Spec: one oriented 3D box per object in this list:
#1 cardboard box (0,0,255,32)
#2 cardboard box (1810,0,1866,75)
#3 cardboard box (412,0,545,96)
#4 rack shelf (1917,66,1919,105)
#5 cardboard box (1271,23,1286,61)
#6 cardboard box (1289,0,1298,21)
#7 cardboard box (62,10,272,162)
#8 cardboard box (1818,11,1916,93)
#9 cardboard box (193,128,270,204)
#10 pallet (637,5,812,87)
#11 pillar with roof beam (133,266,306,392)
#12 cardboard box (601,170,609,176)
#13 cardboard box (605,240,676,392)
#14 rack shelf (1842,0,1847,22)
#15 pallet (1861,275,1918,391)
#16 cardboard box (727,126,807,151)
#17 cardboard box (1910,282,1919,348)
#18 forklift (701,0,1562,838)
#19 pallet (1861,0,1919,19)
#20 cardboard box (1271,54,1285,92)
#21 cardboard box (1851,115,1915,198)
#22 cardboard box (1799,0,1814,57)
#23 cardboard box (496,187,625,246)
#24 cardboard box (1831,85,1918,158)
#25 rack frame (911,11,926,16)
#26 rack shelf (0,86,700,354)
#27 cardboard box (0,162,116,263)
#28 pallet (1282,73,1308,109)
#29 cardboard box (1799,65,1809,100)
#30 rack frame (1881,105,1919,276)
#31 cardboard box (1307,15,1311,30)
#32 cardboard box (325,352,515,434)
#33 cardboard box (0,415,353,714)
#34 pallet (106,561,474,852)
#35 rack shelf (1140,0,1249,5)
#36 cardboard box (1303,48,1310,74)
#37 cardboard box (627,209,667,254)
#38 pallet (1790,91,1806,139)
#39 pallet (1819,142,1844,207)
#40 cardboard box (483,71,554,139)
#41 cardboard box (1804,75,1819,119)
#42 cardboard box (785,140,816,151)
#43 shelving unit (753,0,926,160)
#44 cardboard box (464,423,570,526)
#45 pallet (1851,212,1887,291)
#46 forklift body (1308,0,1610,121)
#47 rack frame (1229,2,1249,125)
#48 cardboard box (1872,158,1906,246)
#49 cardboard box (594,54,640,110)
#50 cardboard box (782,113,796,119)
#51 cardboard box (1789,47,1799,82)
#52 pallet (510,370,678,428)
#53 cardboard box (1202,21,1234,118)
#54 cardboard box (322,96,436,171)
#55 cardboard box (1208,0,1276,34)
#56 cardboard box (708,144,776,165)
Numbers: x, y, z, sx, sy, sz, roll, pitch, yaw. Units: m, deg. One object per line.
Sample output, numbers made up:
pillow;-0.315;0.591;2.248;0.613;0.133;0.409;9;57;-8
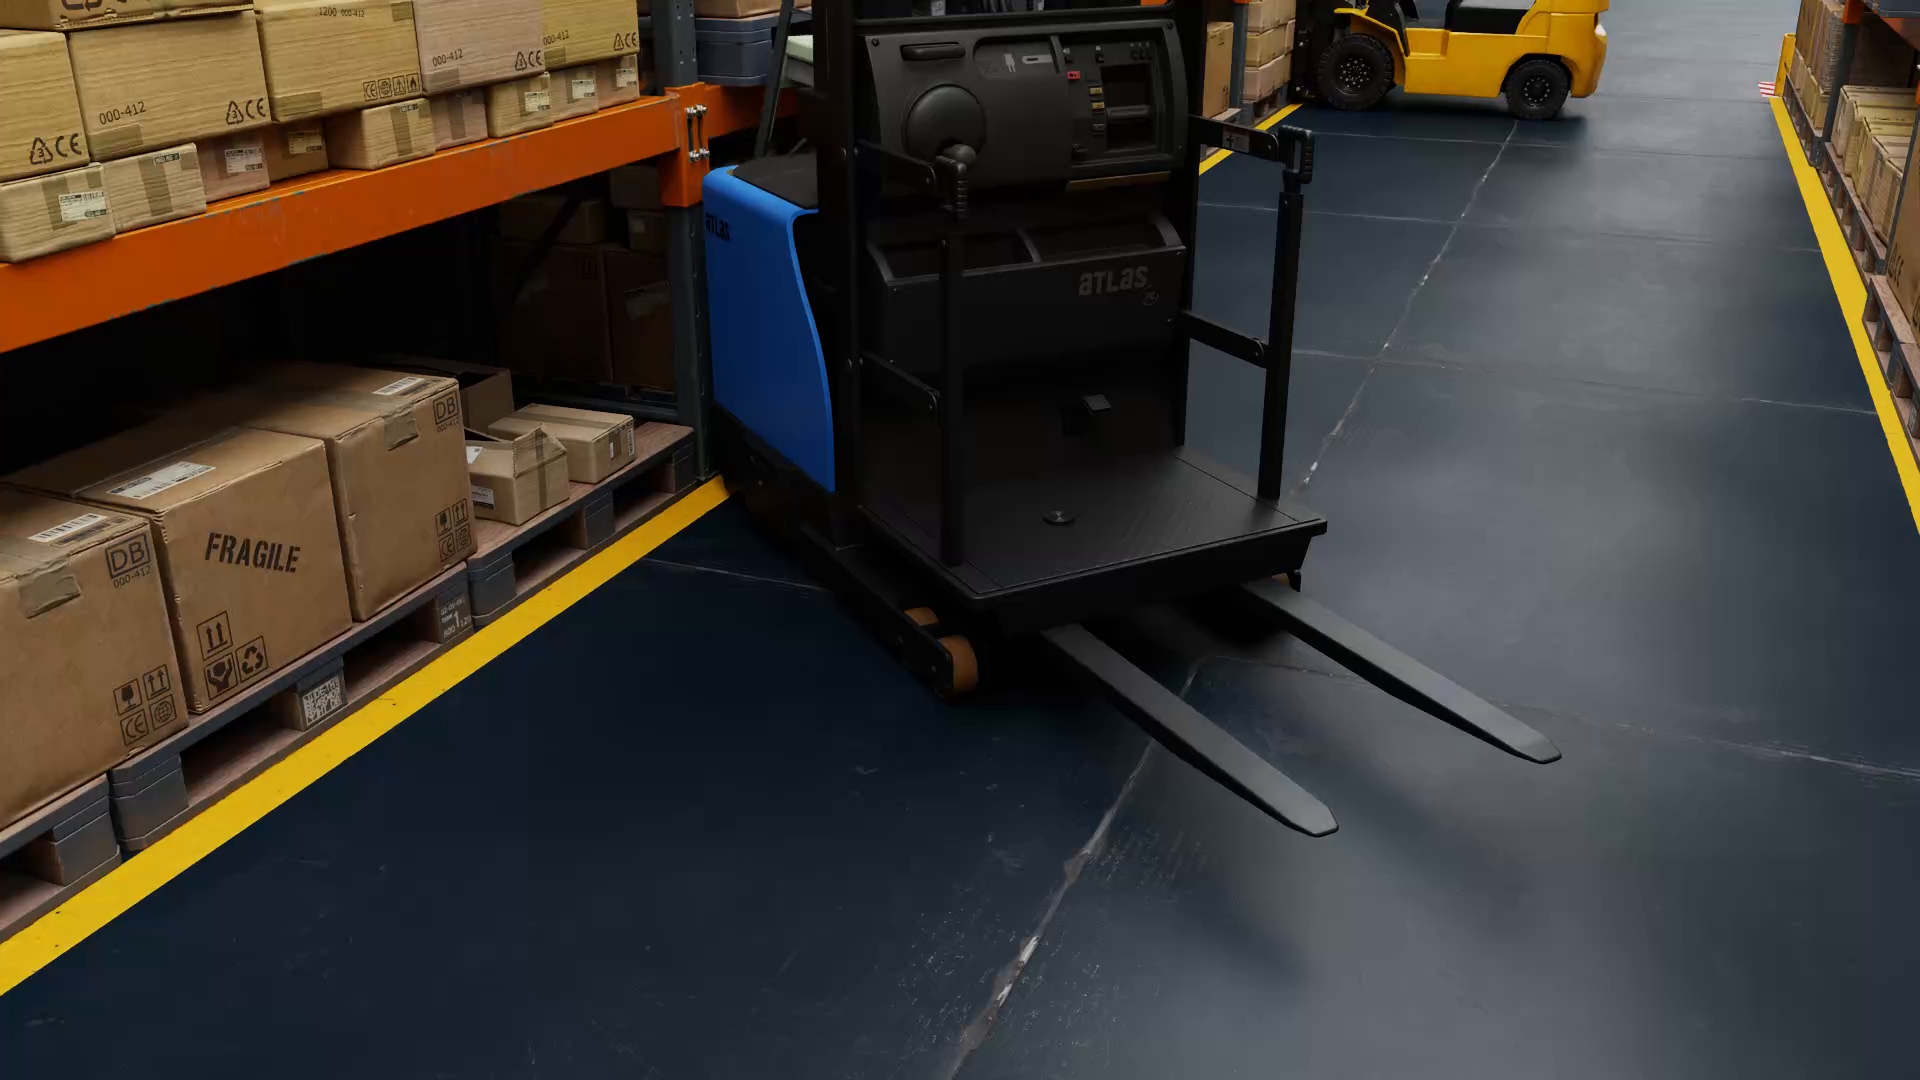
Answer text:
cardboard box;-1.830;-1.313;3.338;0.500;0.500;0.500;9;24;21
cardboard box;6.608;-3.710;12.289;0.500;0.500;0.500;10;25;23
cardboard box;-1.455;-1.339;4.373;0.500;0.250;0.500;9;24;20
rack shelf;4.033;-1.344;5.510;1.077;0.370;4.000;9;24;20
cardboard box;2.304;-3.998;13.303;0.500;0.250;0.500;9;24;20
cardboard box;2.497;-4.408;13.638;0.500;0.250;0.500;10;25;22
cardboard box;-1.844;-0.979;3.510;0.500;0.250;0.500;8;24;19
cardboard box;6.233;-3.345;11.415;0.500;0.500;0.500;8;24;19
cardboard box;-1.793;-0.854;3.729;0.380;0.149;0.250;9;24;20
pallet;-0.921;-1.852;6.040;1.003;0.211;1.213;9;24;20
pillar with roof beam;1.582;-3.702;2.436;9.100;9.000;0.400;9;24;20
cardboard box;-1.275;-1.366;6.484;0.380;0.149;0.250;9;24;21
cardboard box;-0.931;-0.851;6.094;0.500;0.500;0.500;10;25;22
rack shelf;7.005;-4.207;12.364;1.077;0.370;4.000;9;24;20
pallet;4.413;-0.834;6.972;1.003;0.211;1.213;9;24;20
cardboard box;-0.887;-1.738;7.376;0.380;0.149;0.250;8;24;18
cardboard box;4.107;-1.051;6.087;0.875;0.875;0.875;9;24;21
forklift;0.291;-1.140;4.175;1.130;2.935;3.031;-11;25;-26
pallet;4.942;-2.574;7.769;1.213;0.211;1.003;9;24;20
cardboard box;2.313;-3.767;13.400;0.500;0.250;0.500;8;24;19
cardboard box;5.549;-2.110;9.273;0.950;0.372;0.625;10;25;22
cardboard box;6.993;-4.080;13.177;0.500;0.500;0.500;8;24;18
cardboard box;-1.451;-1.182;6.046;0.380;0.149;0.250;8;24;18
cardboard box;6.069;-2.617;10.487;0.950;0.372;0.625;9;24;21
rack frame;-0.248;-1.284;6.196;0.400;1.500;0.023;22;25;17
rack shelf;-2.062;-0.622;3.781;1.077;0.370;4.000;9;24;20
cardboard box;-1.904;-0.655;3.252;0.380;0.149;0.250;8;24;19
pallet;2.438;-3.963;14.463;1.003;0.211;1.213;9;24;20
cardboard box;6.804;-3.552;12.885;0.500;0.250;0.500;11;25;24
rack frame;4.776;-2.392;7.085;1.000;3.000;0.127;9;24;20
cardboard box;2.690;-4.357;14.162;0.500;0.250;0.500;9;24;20
cardboard box;-1.784;-0.420;5.308;0.500;0.311;0.500;10;25;22
cardboard box;-1.847;0.041;3.959;0.500;0.500;0.500;9;24;21
pallet;-2.027;0.301;4.256;1.003;0.211;1.213;9;24;20
rack shelf;0.909;-3.485;10.635;1.077;0.370;4.000;9;24;20
cardboard box;2.697;-4.132;14.274;0.500;0.250;0.500;10;25;22
cardboard box;-0.939;-1.100;5.848;0.380;0.149;0.250;10;25;23
pallet;6.930;-3.220;12.685;1.003;0.211;1.213;9;24;20
pallet;5.974;-2.258;10.381;1.003;0.211;1.213;9;24;20
cardboard box;-1.354;-1.211;4.583;0.380;0.149;0.250;9;24;21
cardboard box;6.421;-3.190;12.019;0.500;0.250;0.500;8;24;19
cardboard box;-0.512;-1.576;6.988;0.380;0.149;0.250;10;25;22
shelving unit;-0.395;-1.179;5.877;0.431;1.500;0.755;22;25;17
cardboard box;-1.386;-0.233;4.918;0.396;0.266;0.258;10;25;22
pallet;5.068;-1.385;8.291;1.003;0.211;1.213;9;24;20
forklift body;4.127;-4.633;13.550;2.313;2.155;1.214;9;24;20
rack frame;1.652;-4.533;12.210;1.000;3.000;0.127;9;24;20
cardboard box;4.995;-1.574;7.991;0.950;0.372;0.625;7;24;16
cardboard box;-1.203;-1.404;5.045;0.380;0.149;0.250;9;24;21
cardboard box;-0.698;-1.923;7.818;0.380;0.149;0.250;8;24;19
cardboard box;7.191;-3.931;13.791;0.500;0.250;0.500;9;24;20
pallet;-1.053;-0.680;6.603;1.003;0.211;1.213;9;24;20
cardboard box;1.469;-3.442;12.135;0.875;0.625;0.625;10;25;22
cardboard box;-1.546;-1.025;4.139;0.380;0.149;0.250;8;24;19
cardboard box;2.123;-4.047;12.773;0.500;0.250;0.500;8;24;19
cardboard box;-0.887;-1.337;6.029;0.380;0.149;0.250;8;24;17
